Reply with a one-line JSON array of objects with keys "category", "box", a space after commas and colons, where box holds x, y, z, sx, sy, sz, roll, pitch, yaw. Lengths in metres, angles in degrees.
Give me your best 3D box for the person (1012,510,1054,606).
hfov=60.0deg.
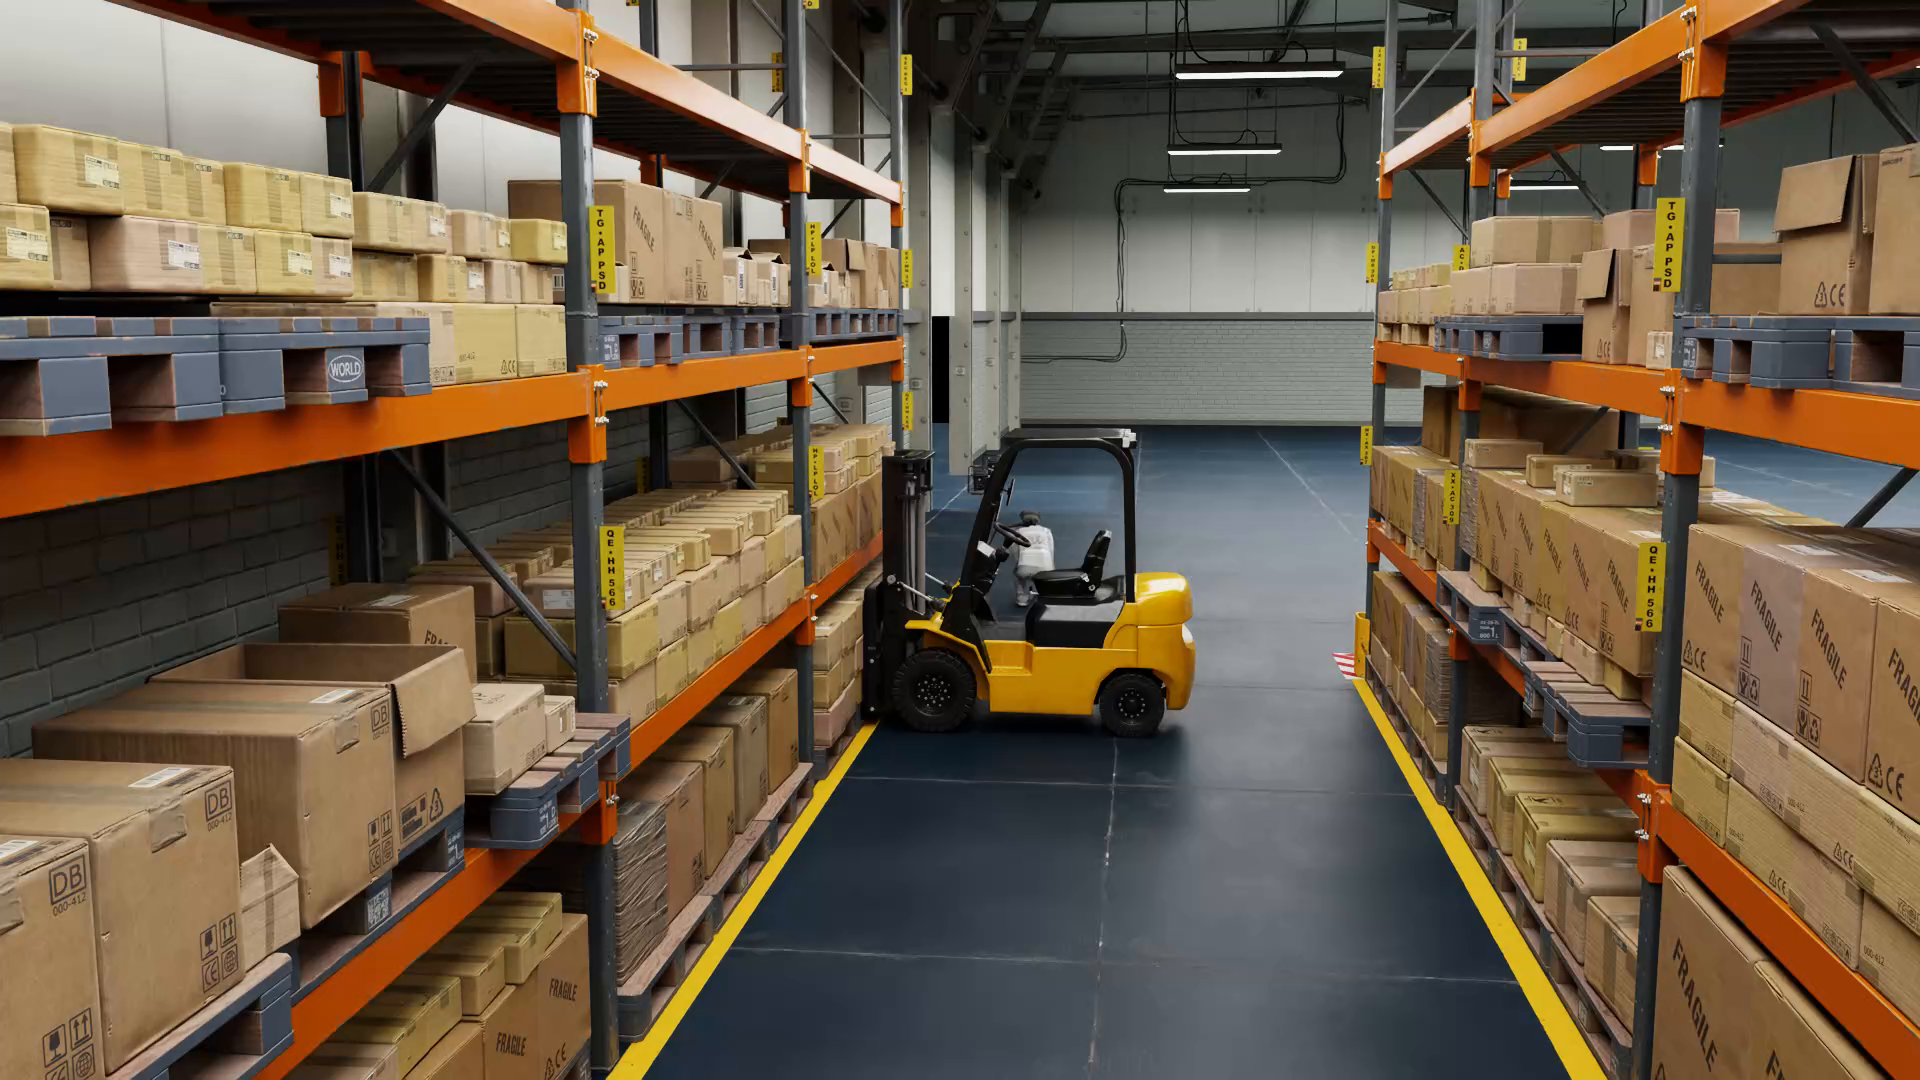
[{"category": "person", "box": [0.775, 0.191, 17.515, 0.471, 0.976, 0.844, 1, 8, 5]}]
